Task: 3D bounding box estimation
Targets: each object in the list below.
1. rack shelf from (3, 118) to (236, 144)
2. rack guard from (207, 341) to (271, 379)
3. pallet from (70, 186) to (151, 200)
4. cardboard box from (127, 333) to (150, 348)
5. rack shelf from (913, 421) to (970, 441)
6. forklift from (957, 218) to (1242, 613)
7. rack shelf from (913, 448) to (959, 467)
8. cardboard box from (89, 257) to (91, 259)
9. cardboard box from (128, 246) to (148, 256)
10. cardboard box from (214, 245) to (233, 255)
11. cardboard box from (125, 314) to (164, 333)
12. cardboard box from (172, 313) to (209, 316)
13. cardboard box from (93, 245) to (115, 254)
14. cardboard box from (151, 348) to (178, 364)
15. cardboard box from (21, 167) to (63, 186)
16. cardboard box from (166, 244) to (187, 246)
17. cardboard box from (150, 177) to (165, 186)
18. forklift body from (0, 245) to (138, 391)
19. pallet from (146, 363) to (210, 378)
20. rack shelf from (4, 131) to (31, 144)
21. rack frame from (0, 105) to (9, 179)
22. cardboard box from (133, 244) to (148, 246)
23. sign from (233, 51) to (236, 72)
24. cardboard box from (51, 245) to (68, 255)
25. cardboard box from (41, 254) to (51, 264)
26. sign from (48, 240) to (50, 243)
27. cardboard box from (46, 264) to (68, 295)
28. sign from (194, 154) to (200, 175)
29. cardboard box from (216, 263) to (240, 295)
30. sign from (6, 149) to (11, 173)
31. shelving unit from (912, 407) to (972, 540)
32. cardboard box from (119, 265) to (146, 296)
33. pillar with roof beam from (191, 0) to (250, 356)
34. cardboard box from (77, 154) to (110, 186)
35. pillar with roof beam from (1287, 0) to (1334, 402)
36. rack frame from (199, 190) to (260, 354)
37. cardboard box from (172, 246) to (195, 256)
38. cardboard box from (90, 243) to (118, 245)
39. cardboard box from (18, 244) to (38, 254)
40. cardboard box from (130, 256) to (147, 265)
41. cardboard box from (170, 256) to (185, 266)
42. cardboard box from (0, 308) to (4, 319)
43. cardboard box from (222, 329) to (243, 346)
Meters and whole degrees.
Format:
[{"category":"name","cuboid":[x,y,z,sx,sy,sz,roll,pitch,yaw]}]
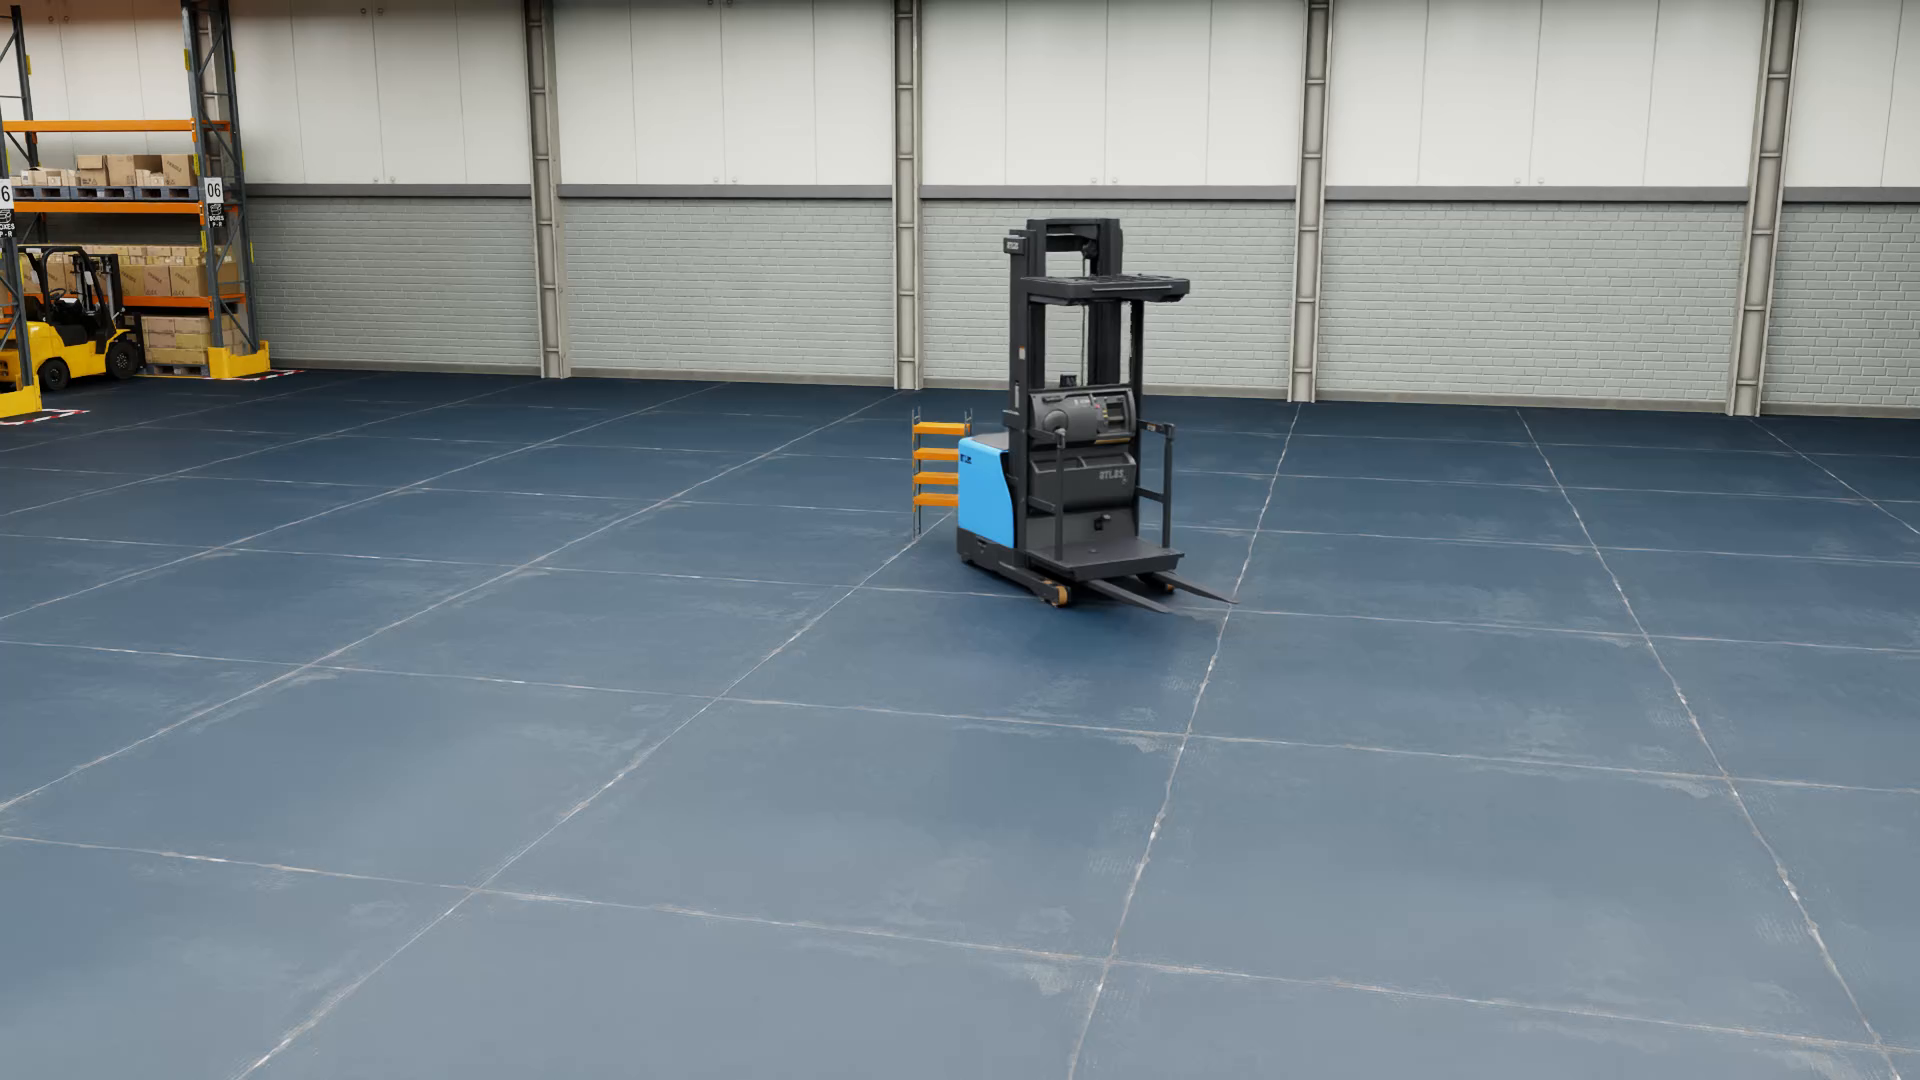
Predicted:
[{"category":"rack shelf","cuboid":[-13.929,-6.711,27.290,4.000,0.370,1.077,3,13,14]},{"category":"rack guard","cuboid":[-11.964,-3.003,27.616,0.348,0.500,1.175,3,13,14]},{"category":"pallet","cuboid":[-13.856,-5.751,27.509,1.213,0.211,1.003,3,13,14]},{"category":"cardboard box","cuboid":[-13.526,-3.342,27.595,0.500,0.250,0.500,3,13,12]},{"category":"rack shelf","cuboid":[-0.161,-0.978,15.057,0.480,0.148,0.258,3,13,14]},{"category":"forklift","cuboid":[1.084,-1.021,13.068,1.130,2.935,3.031,-6,14,-26]},{"category":"rack shelf","cuboid":[-0.161,-0.747,15.109,0.480,0.148,0.258,3,13,14]},{"category":"cardboard box","cuboid":[-14.389,-4.654,27.555,0.250,0.149,0.380,3,13,12]},{"category":"cardboard box","cuboid":[-13.397,-4.743,27.270,0.250,0.149,0.380,3,13,15]},{"category":"cardboard box","cuboid":[-12.262,-4.798,27.518,0.250,0.149,0.380,3,13,12]},{"category":"cardboard box","cuboid":[-13.499,-3.583,27.529,0.500,0.250,0.500,3,13,14]},{"category":"cardboard box","cuboid":[-12.895,-3.665,27.900,0.500,0.250,0.500,3,13,14]},{"category":"cardboard box","cuboid":[-14.117,-4.805,27.550,0.250,0.149,0.380,3,13,14]},{"category":"cardboard box","cuboid":[-13.000,-3.073,27.539,0.500,0.250,0.500,3,13,14]},{"category":"cardboard box","cuboid":[-15.122,-6.013,27.489,0.500,0.311,0.500,3,13,15]},{"category":"cardboard box","cuboid":[-13.005,-4.845,27.732,0.250,0.149,0.380,3,13,14]},{"category":"cardboard box","cuboid":[-12.865,-5.799,26.903,0.250,0.149,0.380,3,13,12]},{"category":"forklift body","cuboid":[-14.266,-3.525,26.157,1.214,2.155,2.313,3,13,14]},{"category":"pallet","cuboid":[-12.740,-2.894,27.792,1.213,0.211,1.003,3,13,14]},{"category":"rack shelf","cuboid":[-17.813,-6.918,28.226,4.000,0.370,1.077,3,13,14]},{"category":"rack frame","cuboid":[-13.173,-6.110,21.995,0.127,3.000,1.000,3,13,14]},{"category":"cardboard box","cuboid":[-13.757,-4.884,27.907,0.250,0.149,0.380,3,13,14]},{"category":"sign","cuboid":[-11.848,-7.803,27.107,0.005,0.325,0.100,3,13,14]},{"category":"cardboard box","cuboid":[-14.882,-4.823,27.633,0.250,0.149,0.380,3,13,15]},{"category":"cardboard box","cuboid":[-15.113,-4.705,27.788,0.250,0.149,0.380,3,13,13]},{"category":"sign","cuboid":[-15.740,-5.010,28.710,0.005,0.325,0.100,3,13,14]},{"category":"cardboard box","cuboid":[-14.993,-4.380,27.818,0.500,0.500,0.500,3,13,15]},{"category":"sign","cuboid":[-12.131,-5.969,26.427,0.005,0.325,0.100,3,13,14]},{"category":"cardboard box","cuboid":[-12.402,-4.358,27.719,0.500,0.500,0.500,3,13,15]},{"category":"sign","cuboid":[-13.043,-5.186,22.740,0.005,0.325,0.100,3,13,14]},{"category":"shelving unit","cuboid":[-0.161,-0.594,15.143,0.503,1.200,0.258,3,13,14]},{"category":"cardboard box","cuboid":[-13.527,-4.299,27.456,0.500,0.500,0.500,3,13,12]},{"category":"pillar with roof beam","cuboid":[-13.479,-6.474,23.638,0.548,9.000,9.100,3,13,14]},{"category":"cardboard box","cuboid":[-14.005,-6.078,27.338,0.637,0.503,0.797,3,13,15]},{"category":"pillar with roof beam","cuboid":[3.997,-5.540,19.427,0.400,9.000,9.100,3,13,14]},{"category":"rack frame","cuboid":[-11.988,-4.225,27.351,0.127,3.000,1.000,3,13,14]},{"category":"cardboard box","cuboid":[-12.633,-4.716,27.150,0.250,0.149,0.380,3,13,14]},{"category":"cardboard box","cuboid":[-14.490,-4.940,28.159,0.250,0.149,0.380,3,13,13]},{"category":"cardboard box","cuboid":[-15.633,-4.864,27.817,0.250,0.149,0.380,3,13,15]},{"category":"cardboard box","cuboid":[-13.392,-4.602,27.322,0.250,0.149,0.380,3,13,12]},{"category":"cardboard box","cuboid":[-12.646,-4.556,27.117,0.250,0.149,0.380,3,13,14]},{"category":"cardboard box","cuboid":[-13.453,-3.119,22.948,0.250,0.149,0.380,3,13,14]},{"category":"cardboard box","cuboid":[-12.394,-3.400,27.856,0.500,0.250,0.500,3,13,15]}]
